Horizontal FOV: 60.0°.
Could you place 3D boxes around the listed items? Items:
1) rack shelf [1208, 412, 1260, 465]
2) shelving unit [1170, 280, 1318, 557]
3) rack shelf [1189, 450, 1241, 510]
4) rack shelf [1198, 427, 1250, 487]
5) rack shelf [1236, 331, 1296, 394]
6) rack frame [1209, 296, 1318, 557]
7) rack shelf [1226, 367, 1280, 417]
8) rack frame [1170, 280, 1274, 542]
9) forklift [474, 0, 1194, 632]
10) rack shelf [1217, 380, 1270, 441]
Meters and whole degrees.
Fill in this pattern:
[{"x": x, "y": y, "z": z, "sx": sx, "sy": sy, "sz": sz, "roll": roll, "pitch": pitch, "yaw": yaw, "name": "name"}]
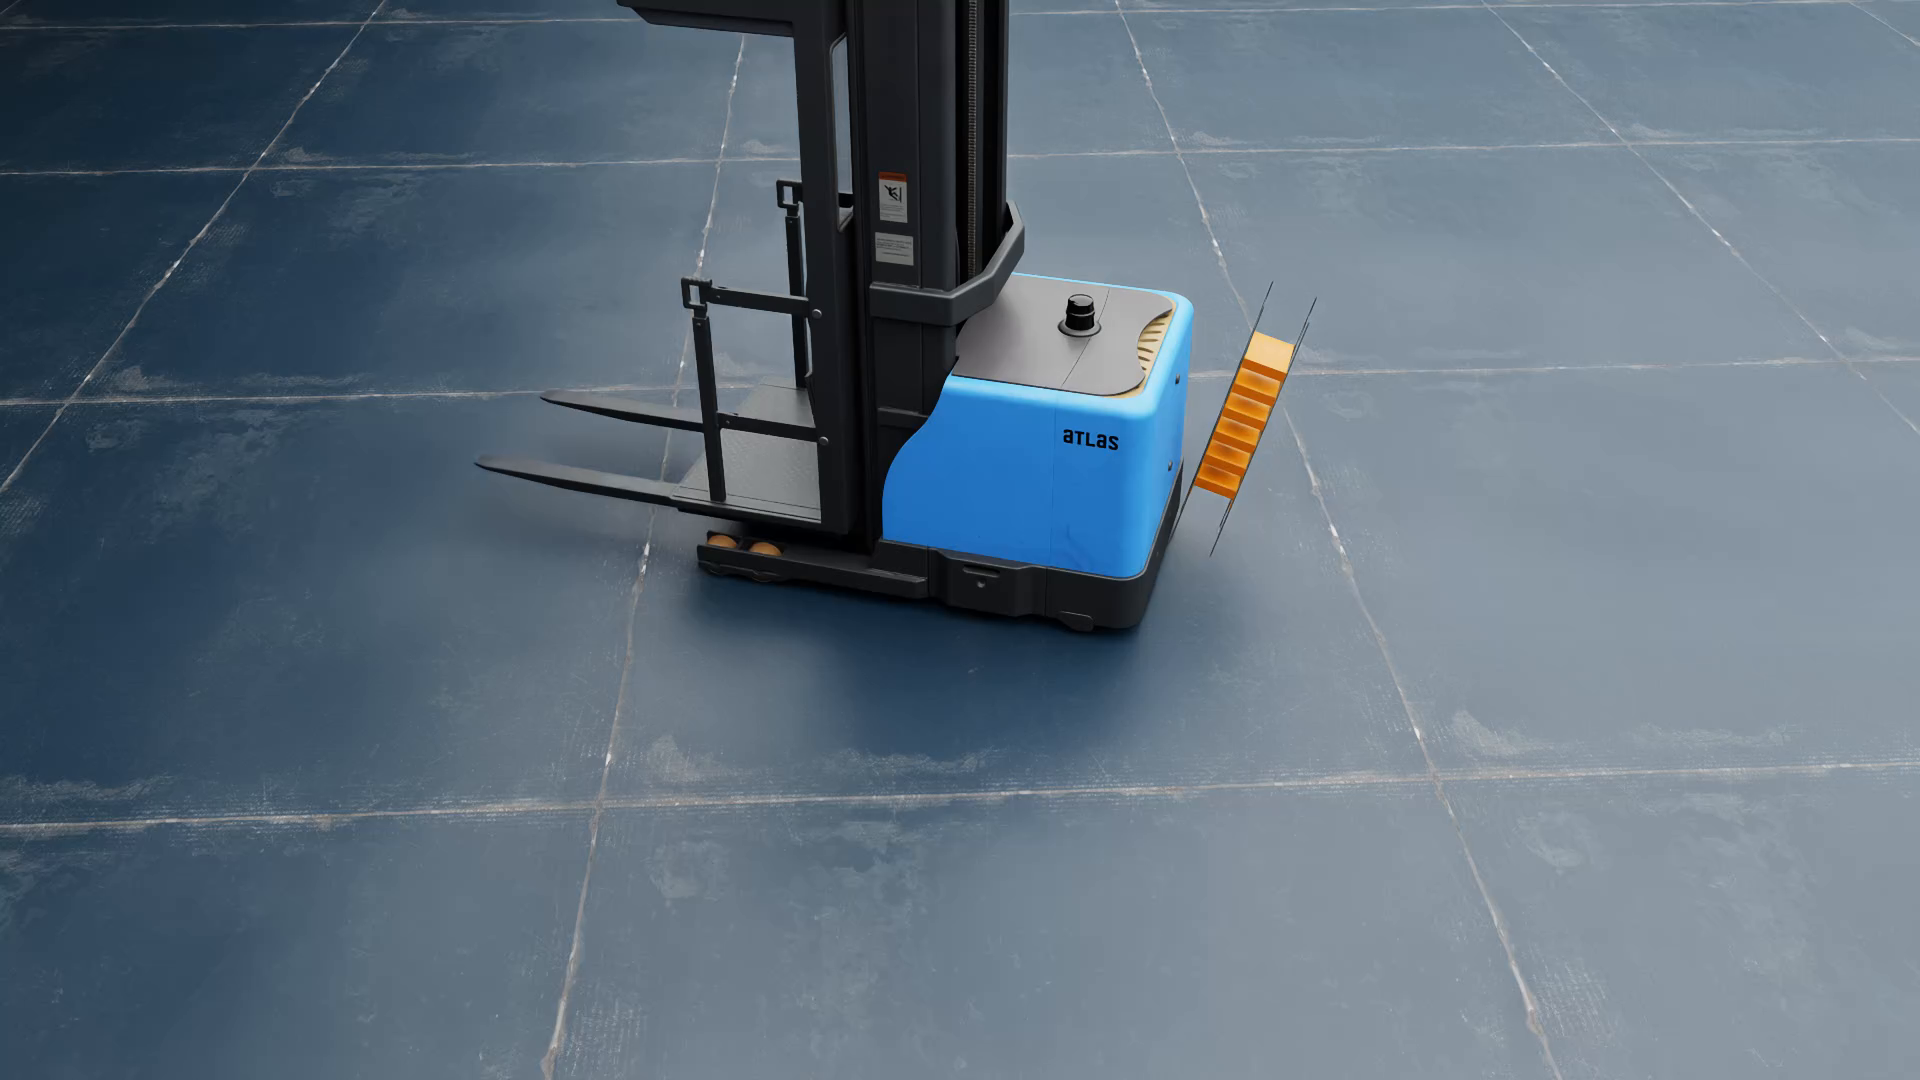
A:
[{"x": 1.150, "y": -0.447, "z": 6.906, "sx": 0.180, "sy": 0.103, "sz": 0.258, "roll": 21, "pitch": 38, "yaw": 6, "name": "rack shelf"}, {"x": 1.160, "y": -0.481, "z": 6.879, "sx": 0.189, "sy": 1.200, "sz": 0.258, "roll": 21, "pitch": 38, "yaw": 6, "name": "shelving unit"}, {"x": 1.096, "y": -0.265, "z": 7.053, "sx": 0.180, "sy": 0.103, "sz": 0.258, "roll": 21, "pitch": 38, "yaw": 6, "name": "rack shelf"}, {"x": 1.123, "y": -0.356, "z": 6.980, "sx": 0.180, "sy": 0.103, "sz": 0.258, "roll": 21, "pitch": 38, "yaw": 6, "name": "rack shelf"}, {"x": 1.232, "y": -0.720, "z": 6.687, "sx": 0.180, "sy": 0.103, "sz": 0.258, "roll": 21, "pitch": 38, "yaw": 6, "name": "rack shelf"}, {"x": 1.245, "y": -0.448, "z": 6.870, "sx": 0.006, "sy": 1.200, "sz": 0.240, "roll": 21, "pitch": 38, "yaw": 6, "name": "rack frame"}, {"x": 1.204, "y": -0.629, "z": 6.760, "sx": 0.180, "sy": 0.103, "sz": 0.258, "roll": 21, "pitch": 38, "yaw": 6, "name": "rack shelf"}, {"x": 1.075, "y": -0.514, "z": 6.888, "sx": 0.006, "sy": 1.200, "sz": 0.240, "roll": 21, "pitch": 38, "yaw": 6, "name": "rack frame"}, {"x": -0.604, "y": -1.305, "z": 6.560, "sx": 3.031, "sy": 2.935, "sz": 1.130, "roll": 9, "pitch": 36, "yaw": 13, "name": "forklift"}, {"x": 1.177, "y": -0.538, "z": 6.833, "sx": 0.180, "sy": 0.103, "sz": 0.258, "roll": 21, "pitch": 38, "yaw": 6, "name": "rack shelf"}]
